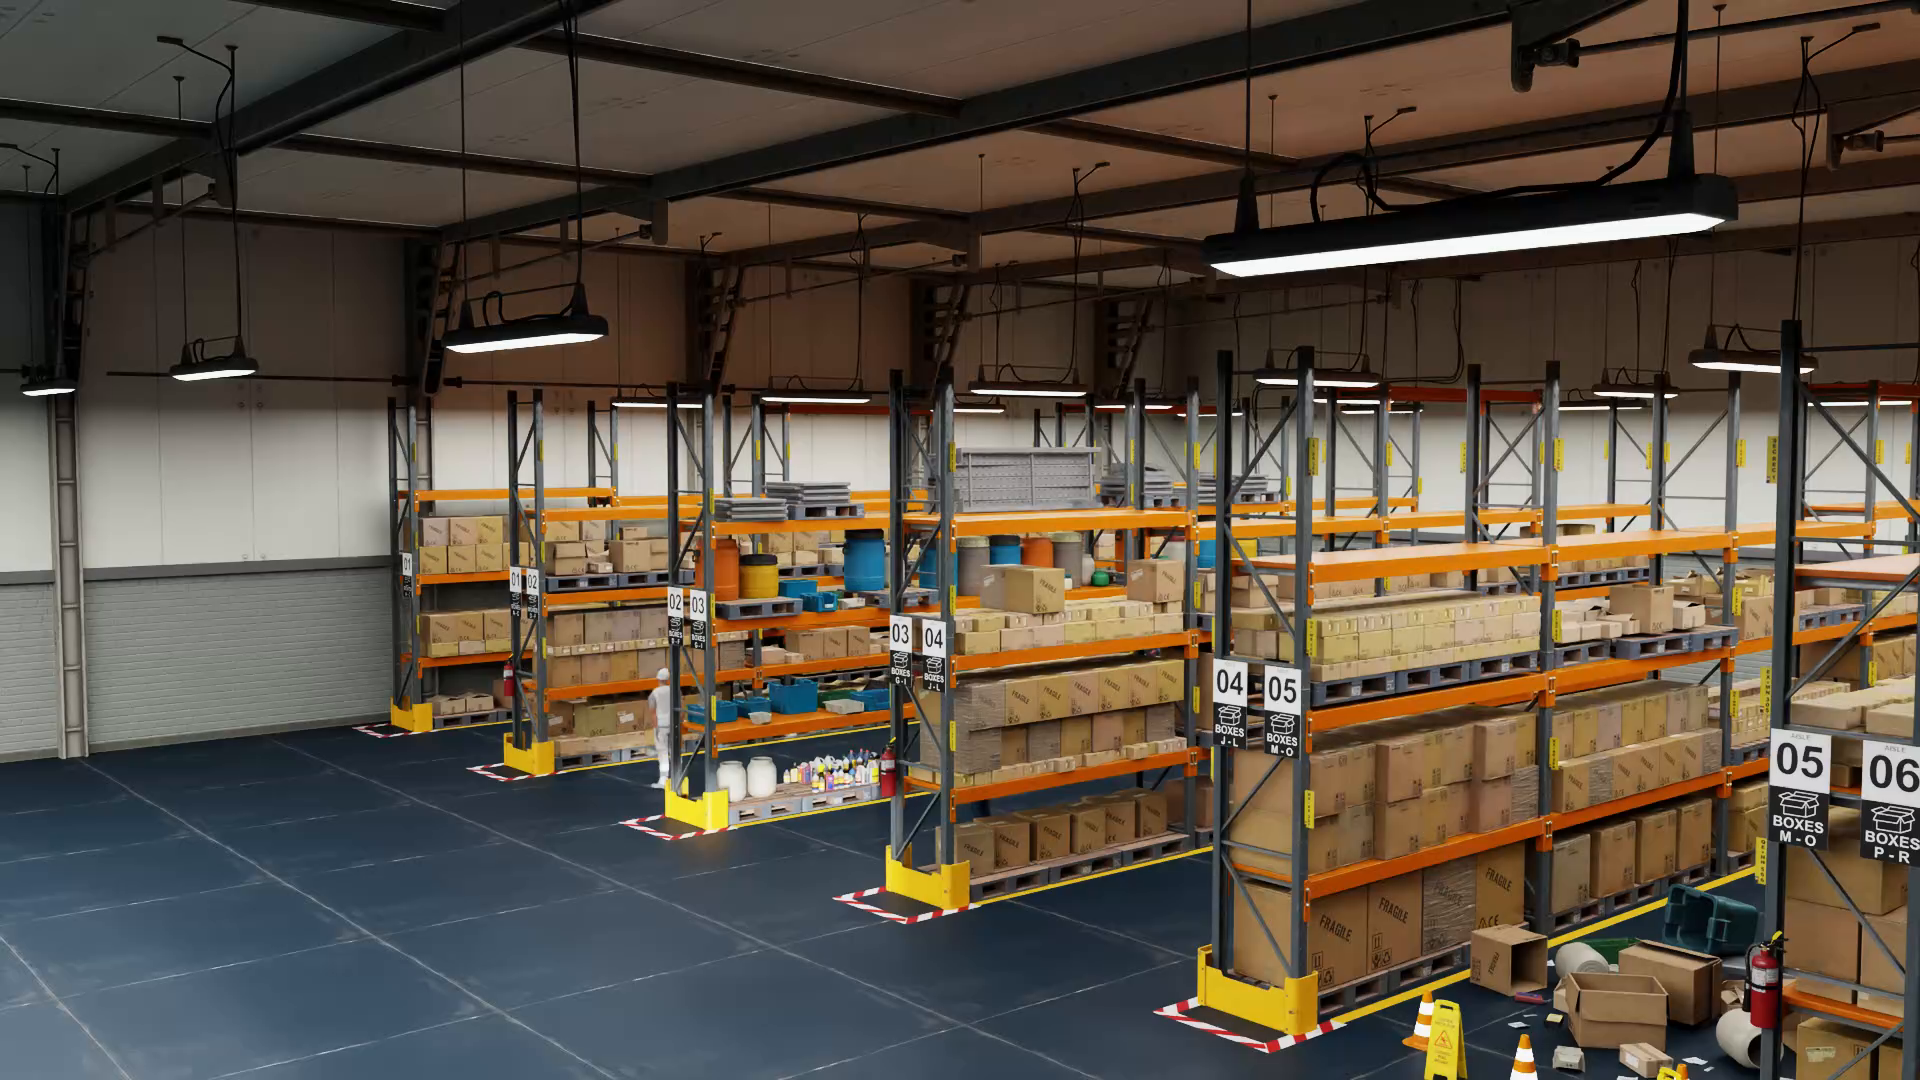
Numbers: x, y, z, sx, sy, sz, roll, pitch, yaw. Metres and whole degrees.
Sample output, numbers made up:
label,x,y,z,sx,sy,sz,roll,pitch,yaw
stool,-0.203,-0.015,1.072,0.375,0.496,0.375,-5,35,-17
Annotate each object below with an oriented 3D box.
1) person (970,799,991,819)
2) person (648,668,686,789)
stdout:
label,x,y,z,sx,sy,sz,roll,pitch,yaw
person,0.240,3.101,21.505,0.497,1.601,0.354,-3,5,-45
person,-4.361,2.804,24.894,0.695,1.805,0.367,-3,5,-45
